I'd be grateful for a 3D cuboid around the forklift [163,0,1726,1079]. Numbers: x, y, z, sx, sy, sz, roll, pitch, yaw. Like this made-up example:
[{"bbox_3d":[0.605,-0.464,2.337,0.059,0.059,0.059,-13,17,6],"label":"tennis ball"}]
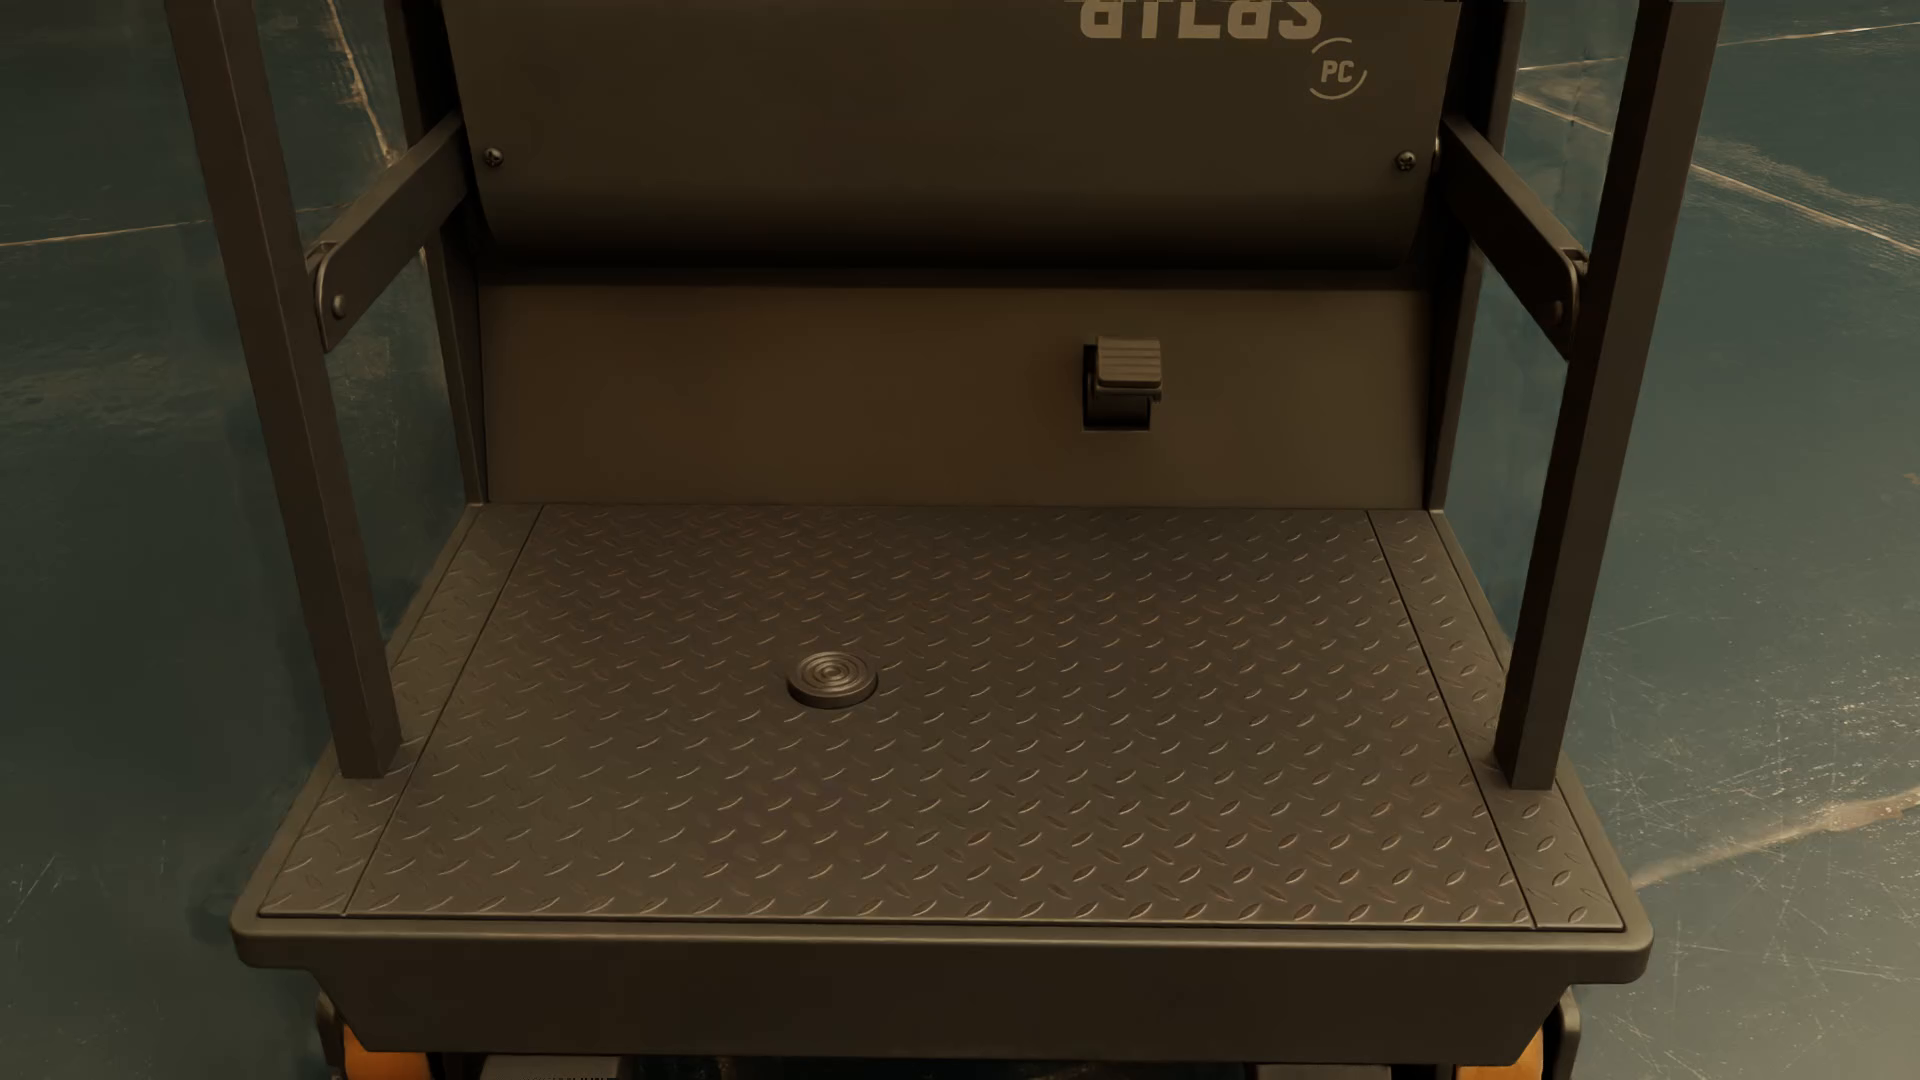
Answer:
[{"bbox_3d":[-0.010,-0.897,1.114,1.130,2.935,3.031,0,30,1],"label":"forklift"}]
